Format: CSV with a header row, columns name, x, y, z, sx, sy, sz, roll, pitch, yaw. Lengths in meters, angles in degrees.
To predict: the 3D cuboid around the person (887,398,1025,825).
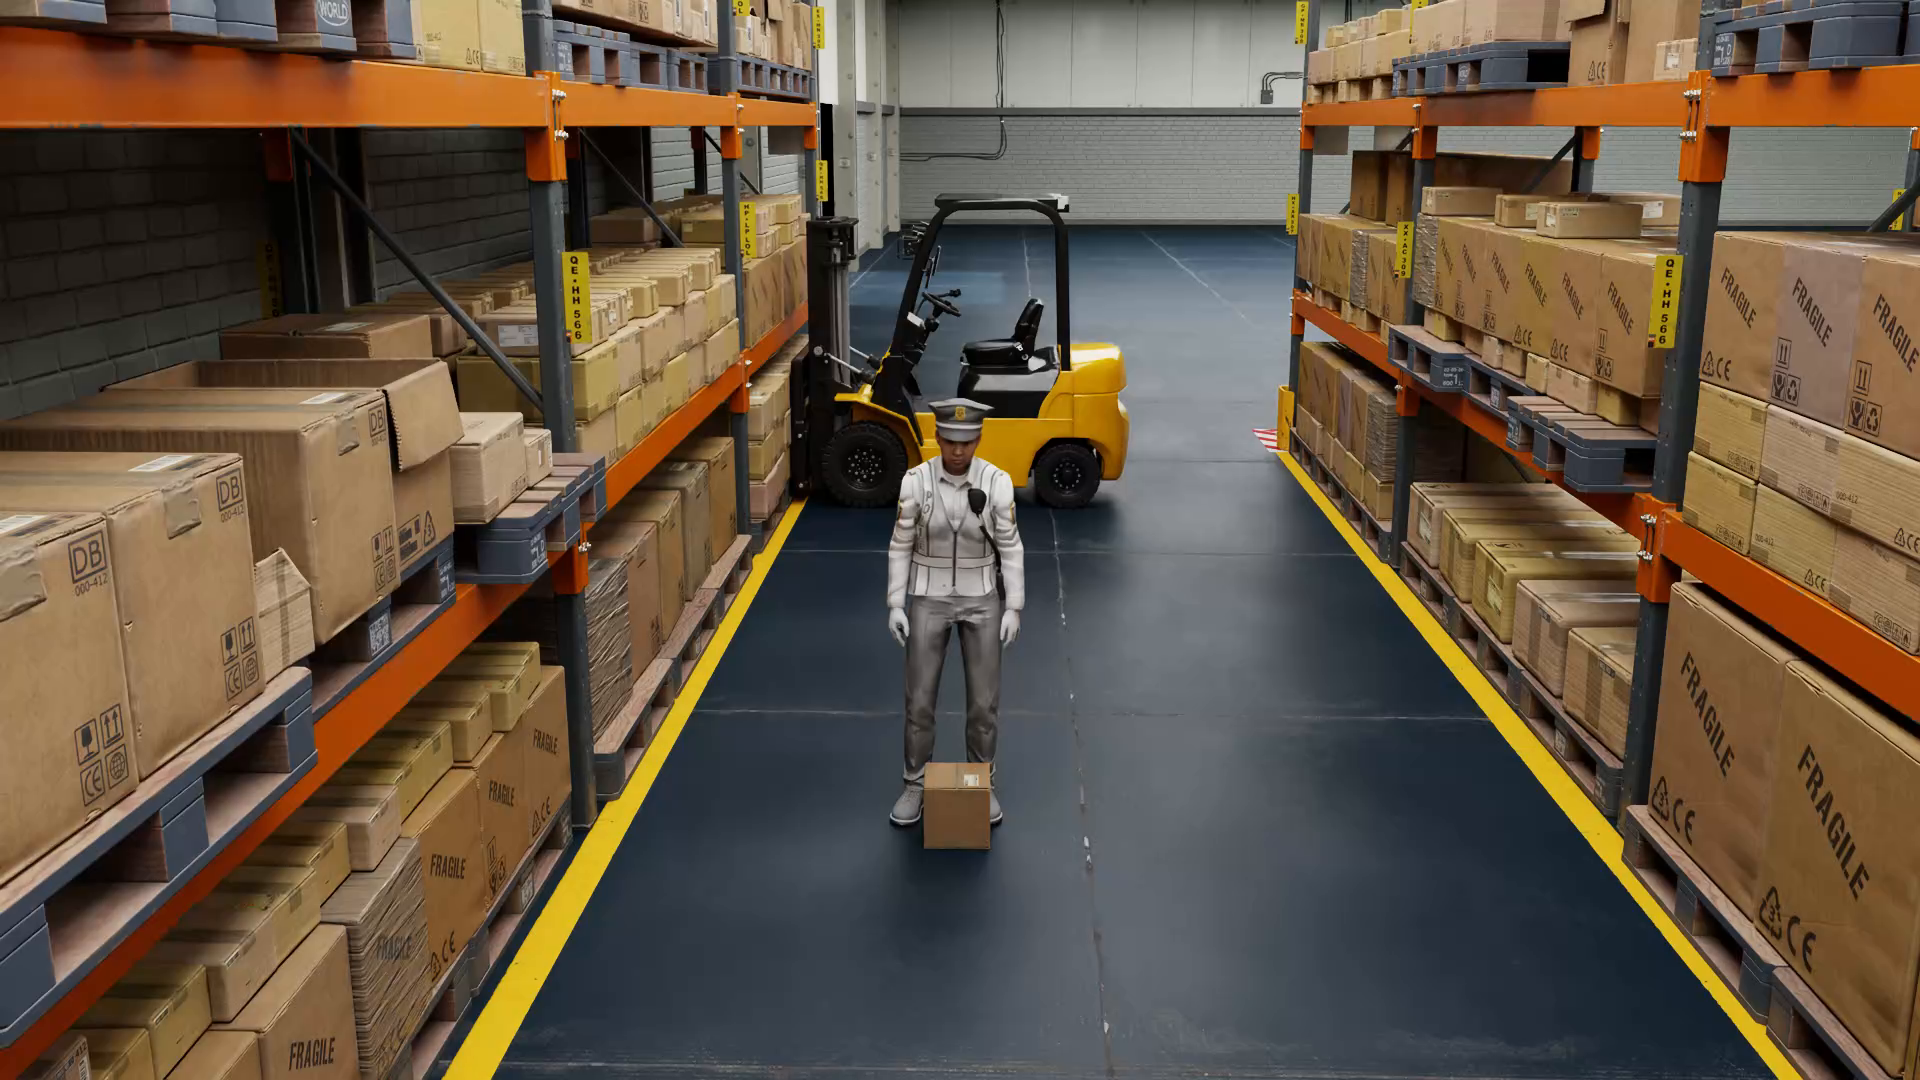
name,x,y,z,sx,sy,sz,roll,pitch,yaw
person,-0.017,0.270,6.410,0.529,1.664,0.371,0,14,2
